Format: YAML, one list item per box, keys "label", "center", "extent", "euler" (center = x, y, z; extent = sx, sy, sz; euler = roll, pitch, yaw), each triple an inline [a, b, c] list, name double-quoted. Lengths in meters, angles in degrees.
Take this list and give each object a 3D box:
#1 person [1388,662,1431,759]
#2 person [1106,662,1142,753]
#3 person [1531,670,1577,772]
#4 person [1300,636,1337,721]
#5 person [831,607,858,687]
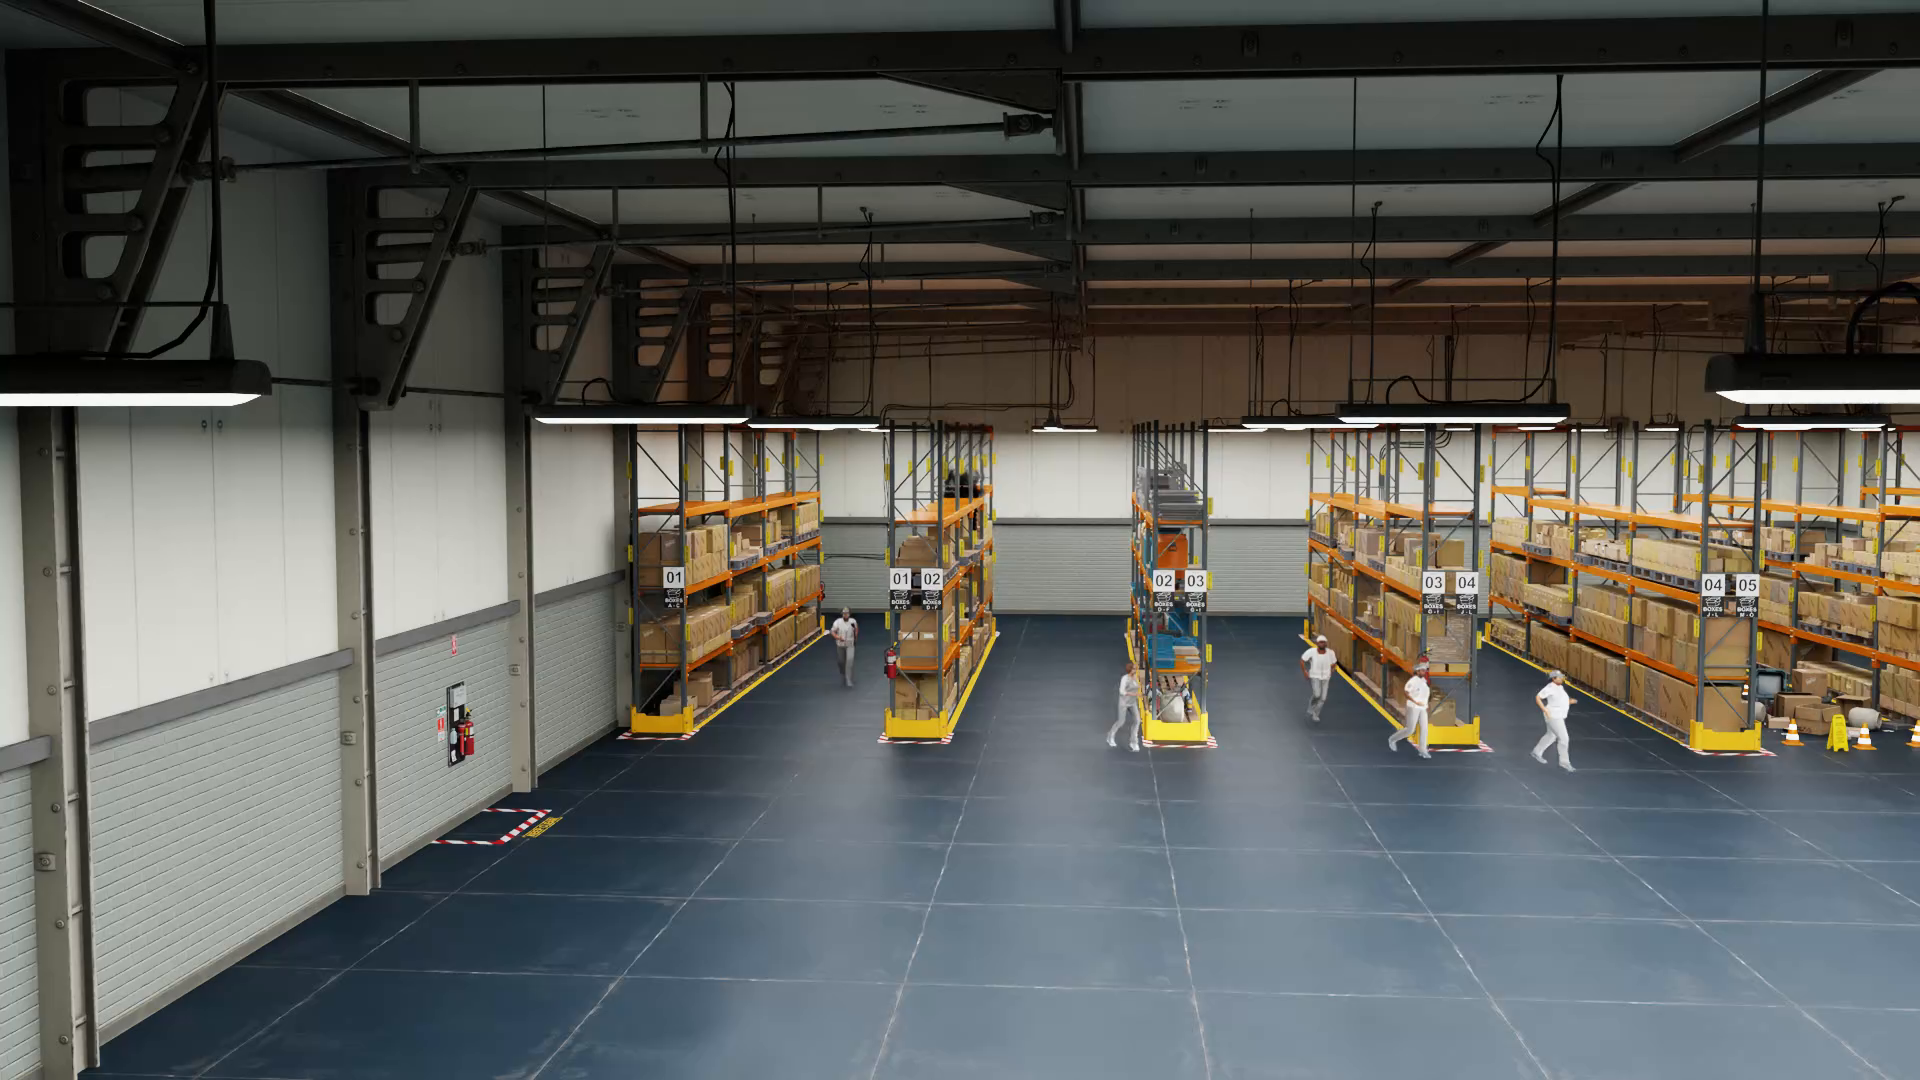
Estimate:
- label: "person"
  center: [8.165, 3.008, 29.672]
  extent: [0.652, 1.654, 0.892]
  euler: [-3, 5, -37]
- label: "person"
  center: [3.018, 3.031, 30.211]
  extent: [0.516, 1.629, 0.779]
  euler: [-3, 5, -41]
- label: "person"
  center: [10.198, 3.084, 28.517]
  extent: [0.809, 1.703, 0.589]
  euler: [3, 4, 36]
- label: "person"
  center: [7.191, 2.761, 33.179]
  extent: [0.705, 1.718, 0.556]
  euler: [0, 4, -5]
- label: "person"
  center: [-2.659, 2.428, 38.351]
  extent: [0.630, 1.798, 1.139]
  euler: [0, 4, -2]
